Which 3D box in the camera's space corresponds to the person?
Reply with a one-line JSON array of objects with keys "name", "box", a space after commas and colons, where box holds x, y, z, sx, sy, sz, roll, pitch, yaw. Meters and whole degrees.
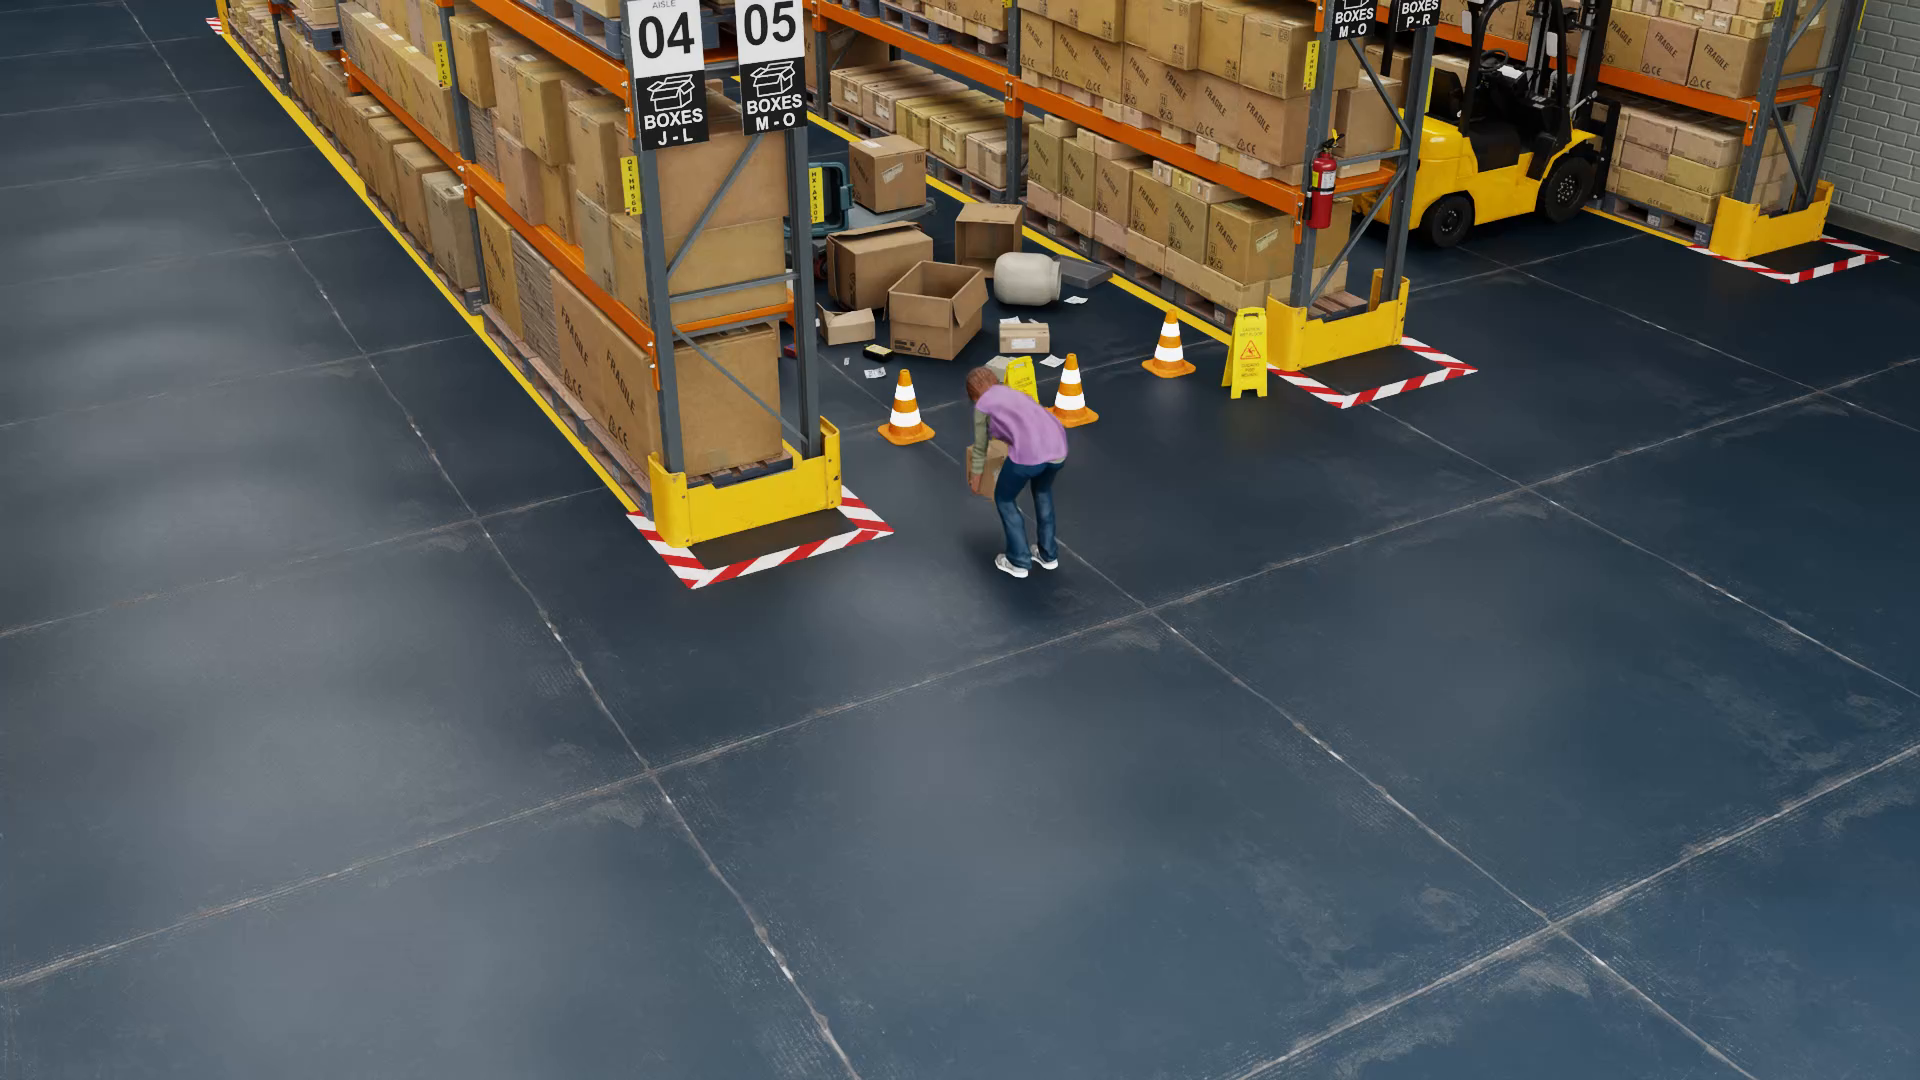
[{"name": "person", "box": [0.298, -0.401, 9.791, 0.388, 1.090, 0.858, -17, 34, -28]}]
